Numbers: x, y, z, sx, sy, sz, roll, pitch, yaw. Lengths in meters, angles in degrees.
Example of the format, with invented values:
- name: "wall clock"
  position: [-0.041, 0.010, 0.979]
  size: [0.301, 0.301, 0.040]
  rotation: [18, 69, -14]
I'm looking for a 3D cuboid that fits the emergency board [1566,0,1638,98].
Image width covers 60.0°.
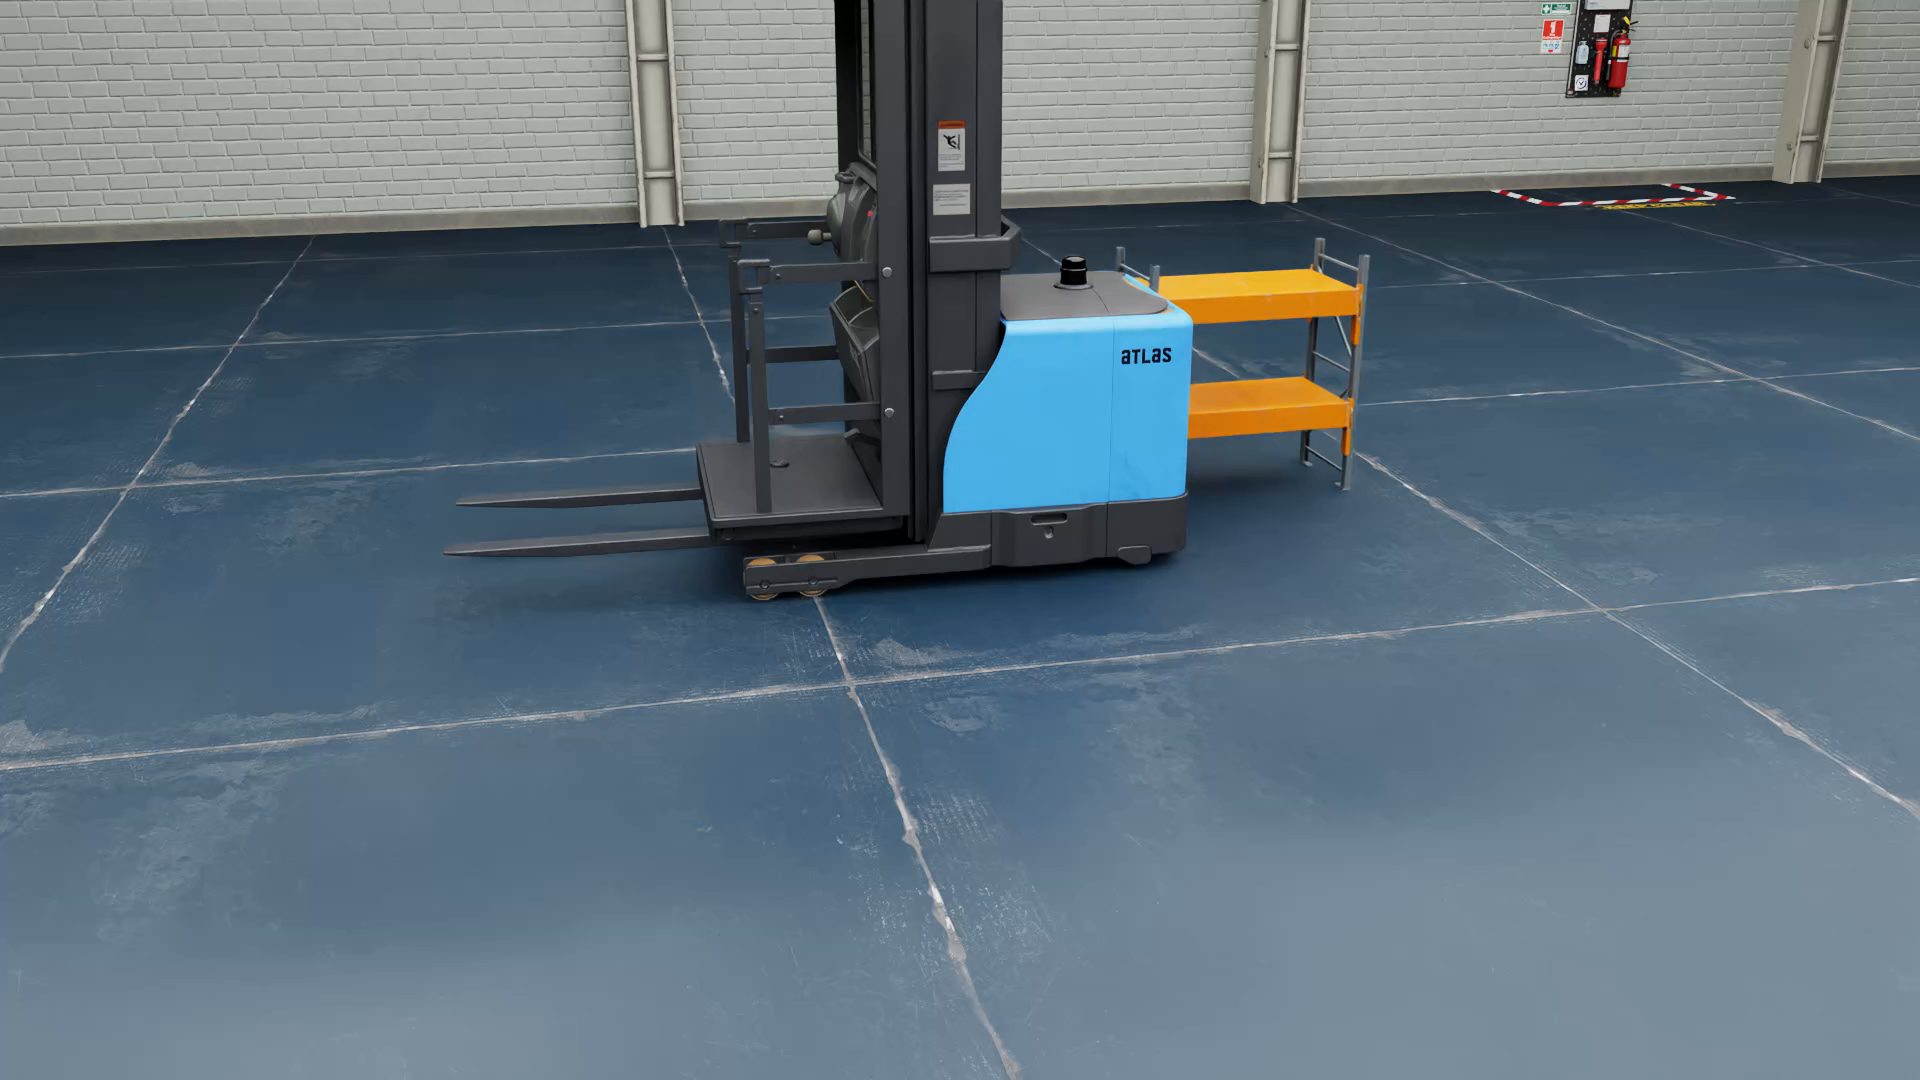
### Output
- name: "emergency board"
  position: [6.533, -5.071, 16.796]
  size: [0.643, 1.169, 0.194]
  rotation: [-5, 21, -12]

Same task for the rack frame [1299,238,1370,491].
- name: "rack frame"
  position: [1.792, -0.849, 7.996]
  size: [0.032, 1.125, 0.500]
  rotation: [-5, 21, -13]

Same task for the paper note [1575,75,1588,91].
- name: "paper note"
  position: [6.345, -4.666, 16.972]
  size: [0.142, 0.148, 0.016]
  rotation: [-5, 21, -12]

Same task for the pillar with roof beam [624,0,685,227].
- name: "pillar with roof beam"
  position: [-1.741, -5.680, 9.737]
  size: [0.400, 9.000, 9.100]
  rotation: [-5, 21, -12]

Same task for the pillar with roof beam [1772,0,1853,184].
- name: "pillar with roof beam"
  position: [9.937, -6.629, 12.329]
  size: [0.400, 9.000, 9.100]
  rotation: [-5, 21, -12]

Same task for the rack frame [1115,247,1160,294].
- name: "rack frame"
  position: [0.807, -0.762, 7.760]
  size: [0.032, 1.125, 0.500]
  rotation: [-5, 21, -13]

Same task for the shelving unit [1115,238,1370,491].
- name: "shelving unit"
  position: [1.299, -0.805, 7.878]
  size: [1.048, 1.125, 0.538]
  rotation: [-5, 21, -13]

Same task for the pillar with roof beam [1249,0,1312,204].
- name: "pillar with roof beam"
  position: [4.098, -6.154, 11.033]
  size: [0.400, 9.000, 9.100]
  rotation: [-5, 21, -12]

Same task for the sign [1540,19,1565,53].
- name: "sign"
  position: [5.971, -5.078, 16.765]
  size: [0.234, 0.329, 0.001]
  rotation: [-5, 21, -12]

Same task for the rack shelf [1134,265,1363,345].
- name: "rack shelf"
  position: [1.299, -1.080, 7.777]
  size: [1.000, 0.278, 0.538]
  rotation: [-5, 21, -13]

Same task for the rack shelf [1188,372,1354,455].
- name: "rack shelf"
  position: [1.299, -0.576, 7.962]
  size: [1.000, 0.278, 0.538]
  rotation: [-5, 21, -13]

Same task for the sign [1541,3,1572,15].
- name: "sign"
  position: [5.978, -5.324, 16.666]
  size: [0.331, 0.109, 0.001]
  rotation: [-5, 21, -12]

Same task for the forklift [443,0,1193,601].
- name: "forklift"
  position: [-0.614, -1.332, 6.691]
  size: [3.031, 2.935, 1.130]
  rotation: [-4, 21, -11]
